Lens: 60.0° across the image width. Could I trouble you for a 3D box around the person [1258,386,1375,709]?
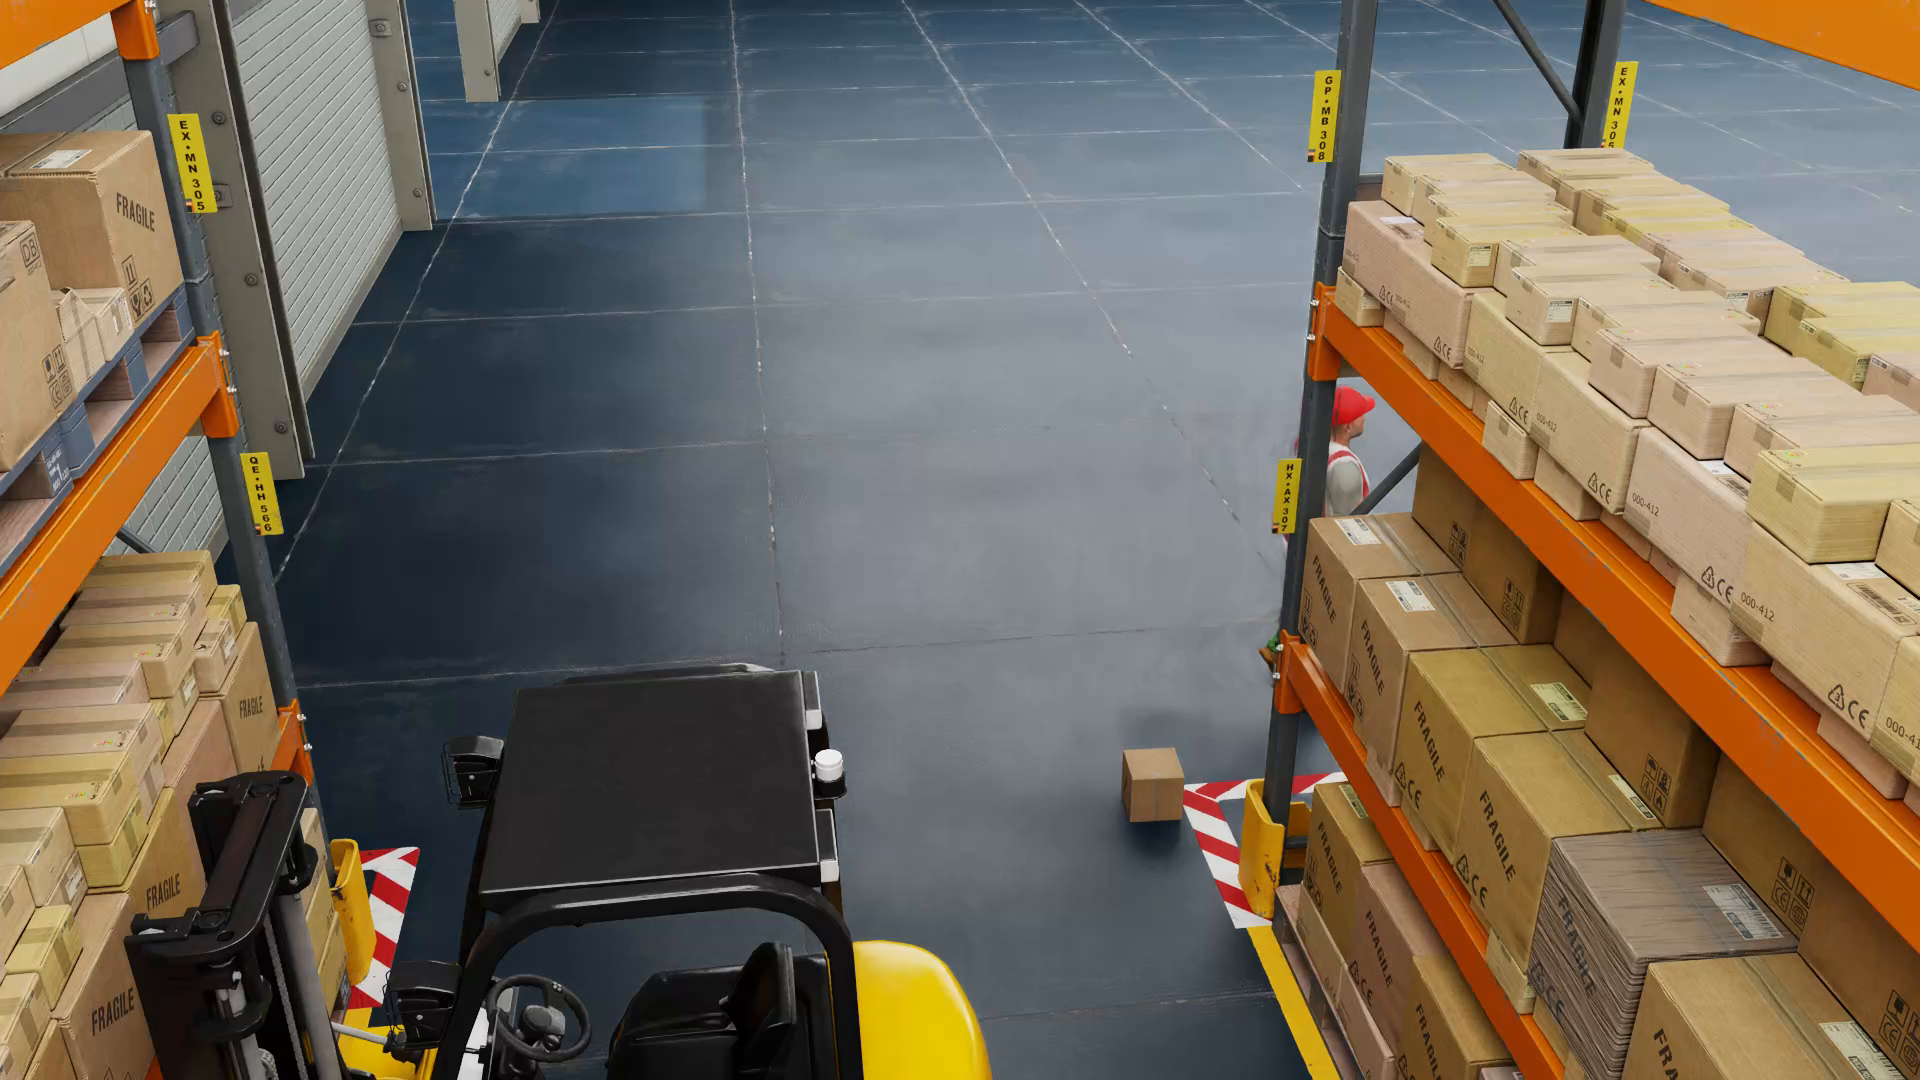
[{"bbox_3d":[1.842,0.050,8.436,0.513,1.780,0.544,-3,27,-6],"label":"person"}]
